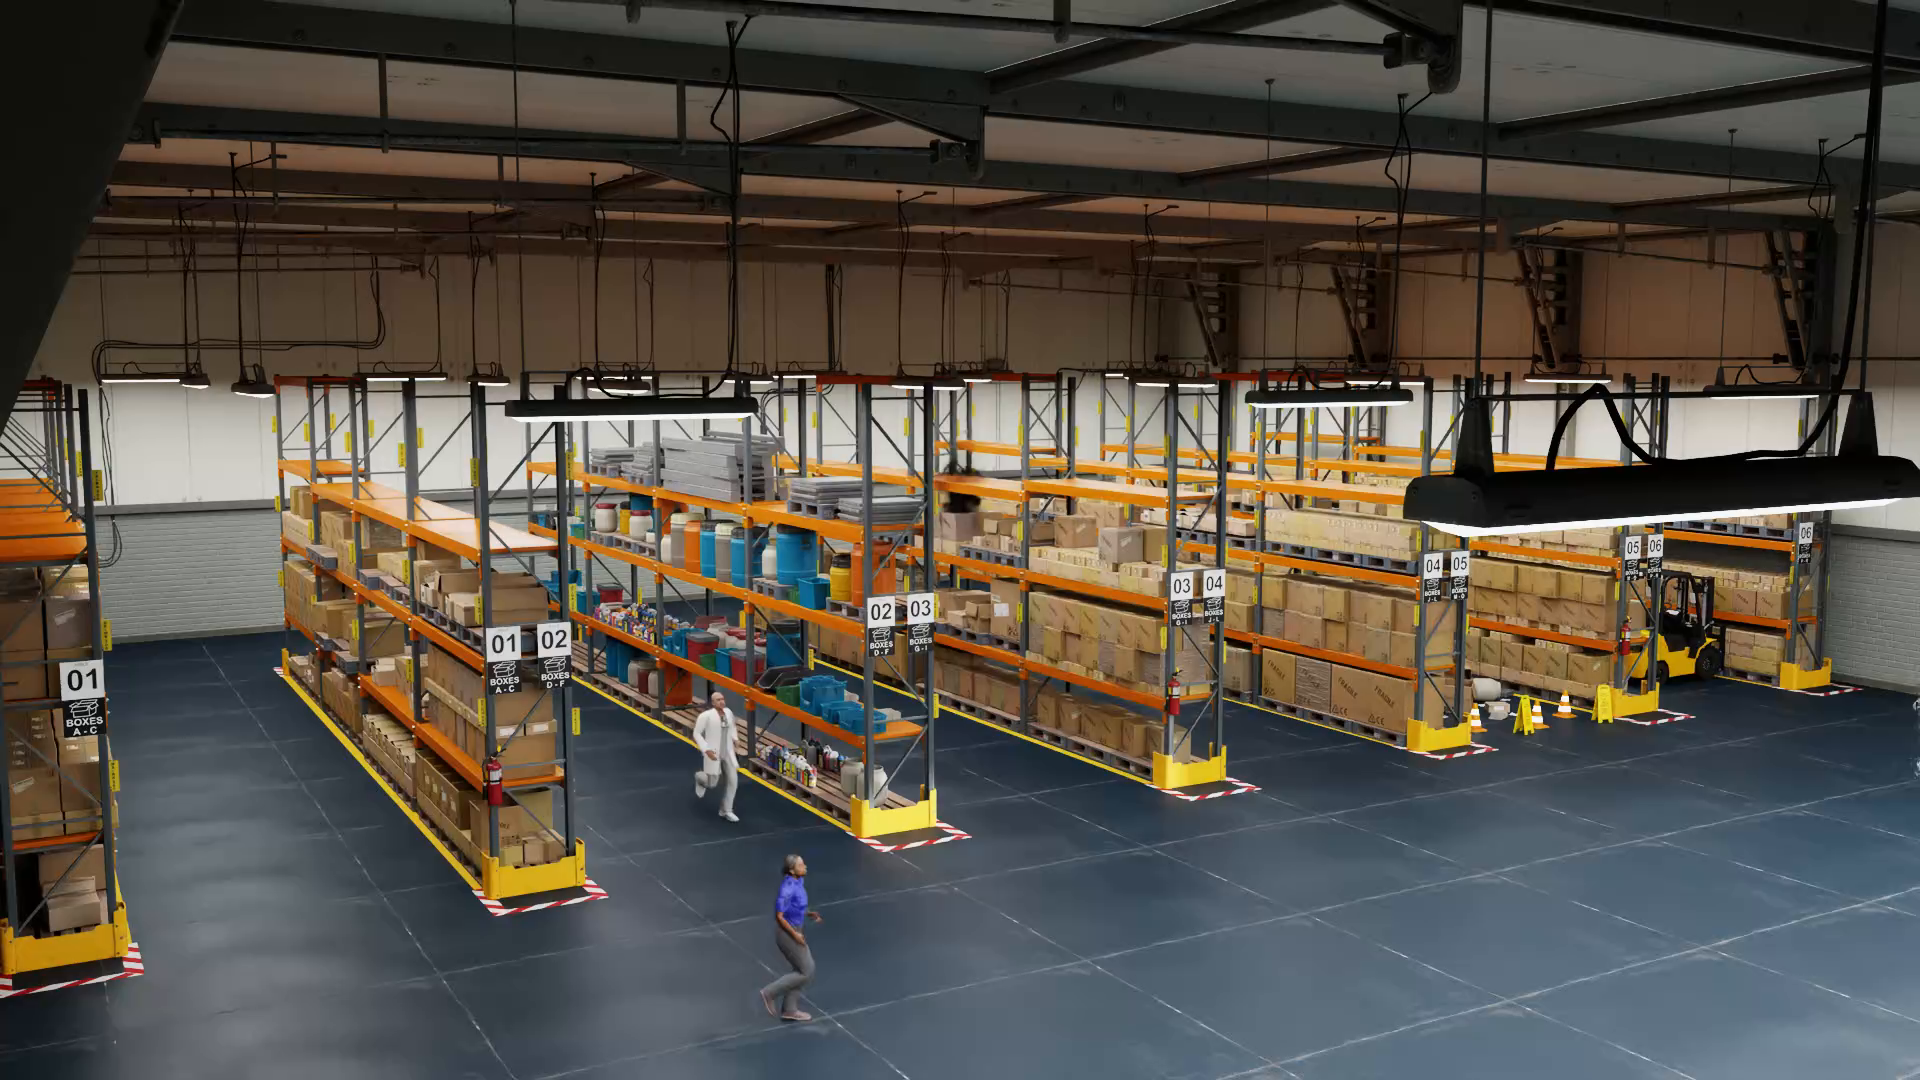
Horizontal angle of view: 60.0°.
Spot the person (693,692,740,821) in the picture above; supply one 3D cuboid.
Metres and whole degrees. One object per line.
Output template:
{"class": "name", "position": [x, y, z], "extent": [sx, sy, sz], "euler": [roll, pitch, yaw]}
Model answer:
{"class": "person", "position": [-3.364, 2.971, 23.056], "extent": [0.714, 1.750, 0.922], "euler": [-4, 8, -35]}

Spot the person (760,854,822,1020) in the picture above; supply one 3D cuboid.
{"class": "person", "position": [-1.620, 3.799, 15.928], "extent": [0.595, 1.626, 0.571], "euler": [-1, 6, -5]}
